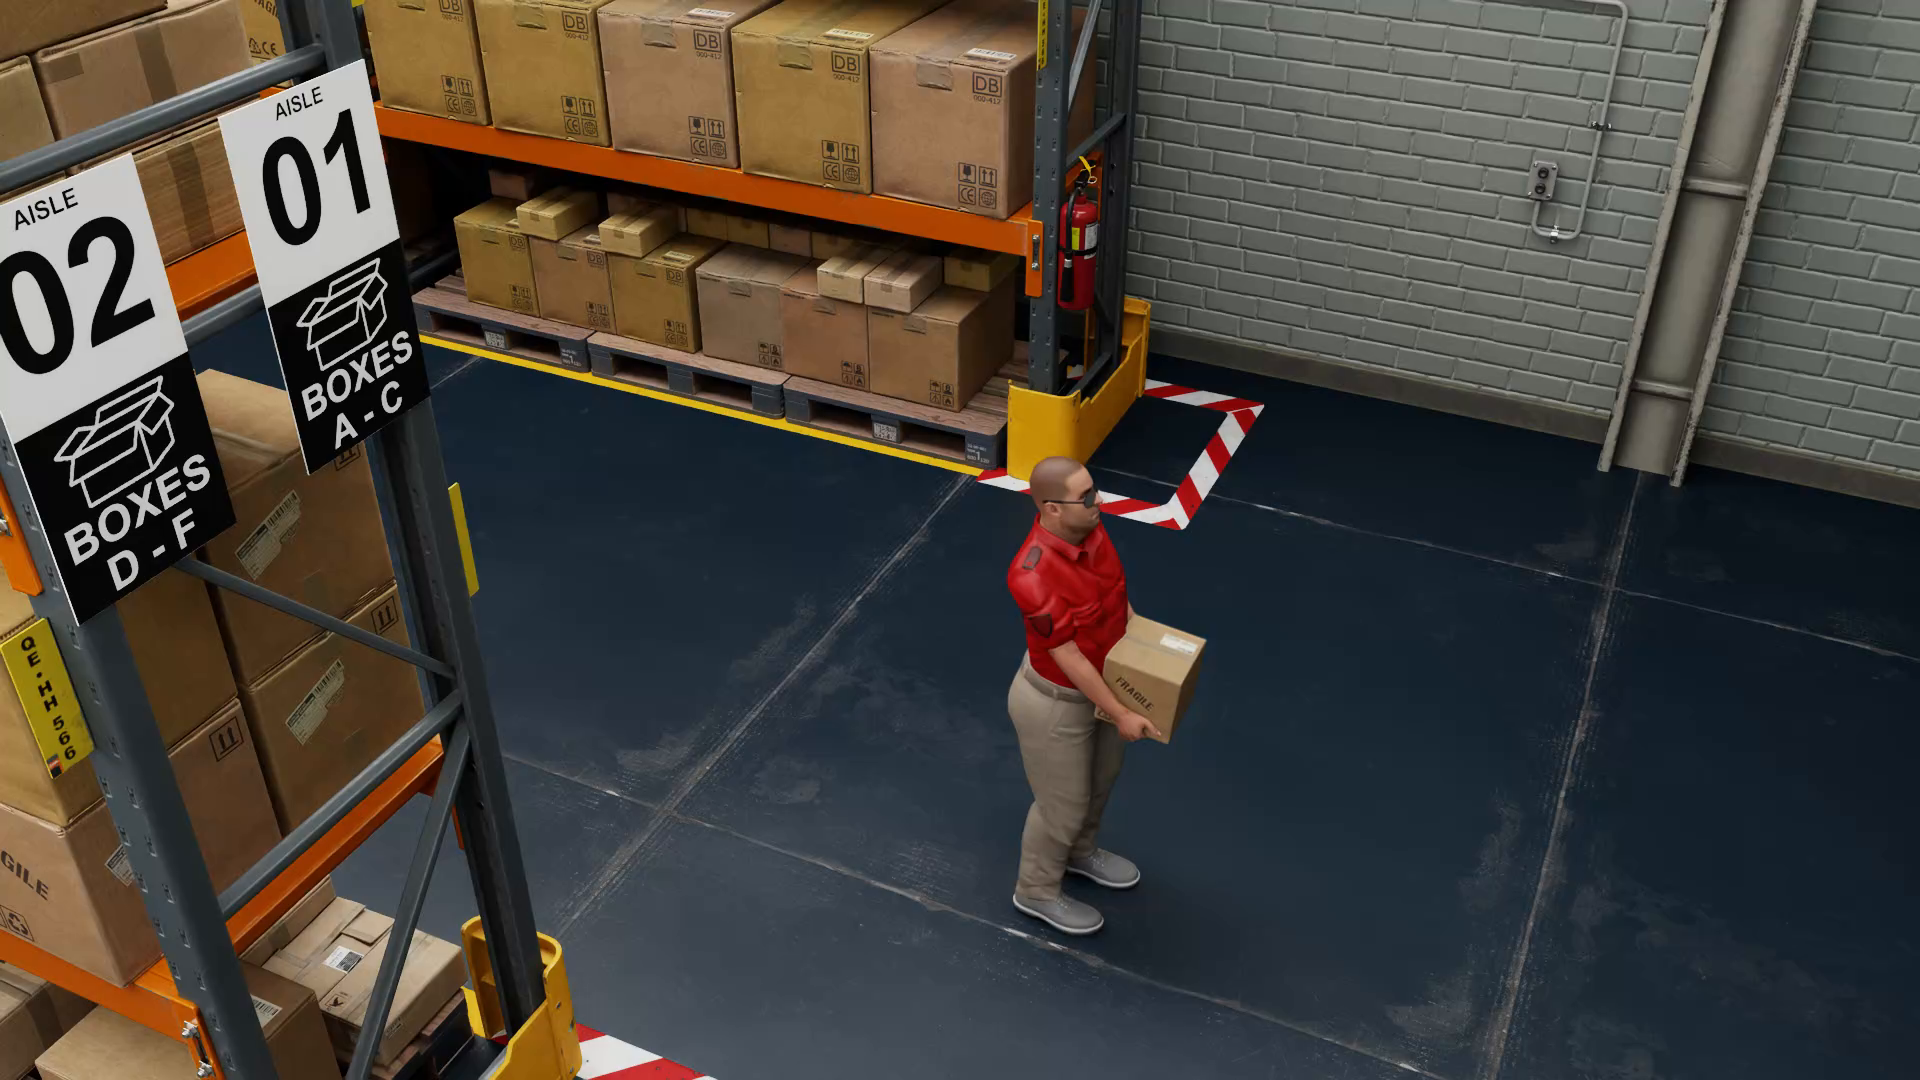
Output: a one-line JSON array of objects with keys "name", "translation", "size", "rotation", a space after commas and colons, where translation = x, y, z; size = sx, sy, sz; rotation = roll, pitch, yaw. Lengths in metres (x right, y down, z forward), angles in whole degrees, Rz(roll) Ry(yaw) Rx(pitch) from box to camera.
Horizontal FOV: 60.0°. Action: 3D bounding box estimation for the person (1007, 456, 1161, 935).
[{"name": "person", "translation": [0.445, 0.517, 5.385], "size": [0.530, 1.712, 0.493], "rotation": [14, 36, 21]}]
